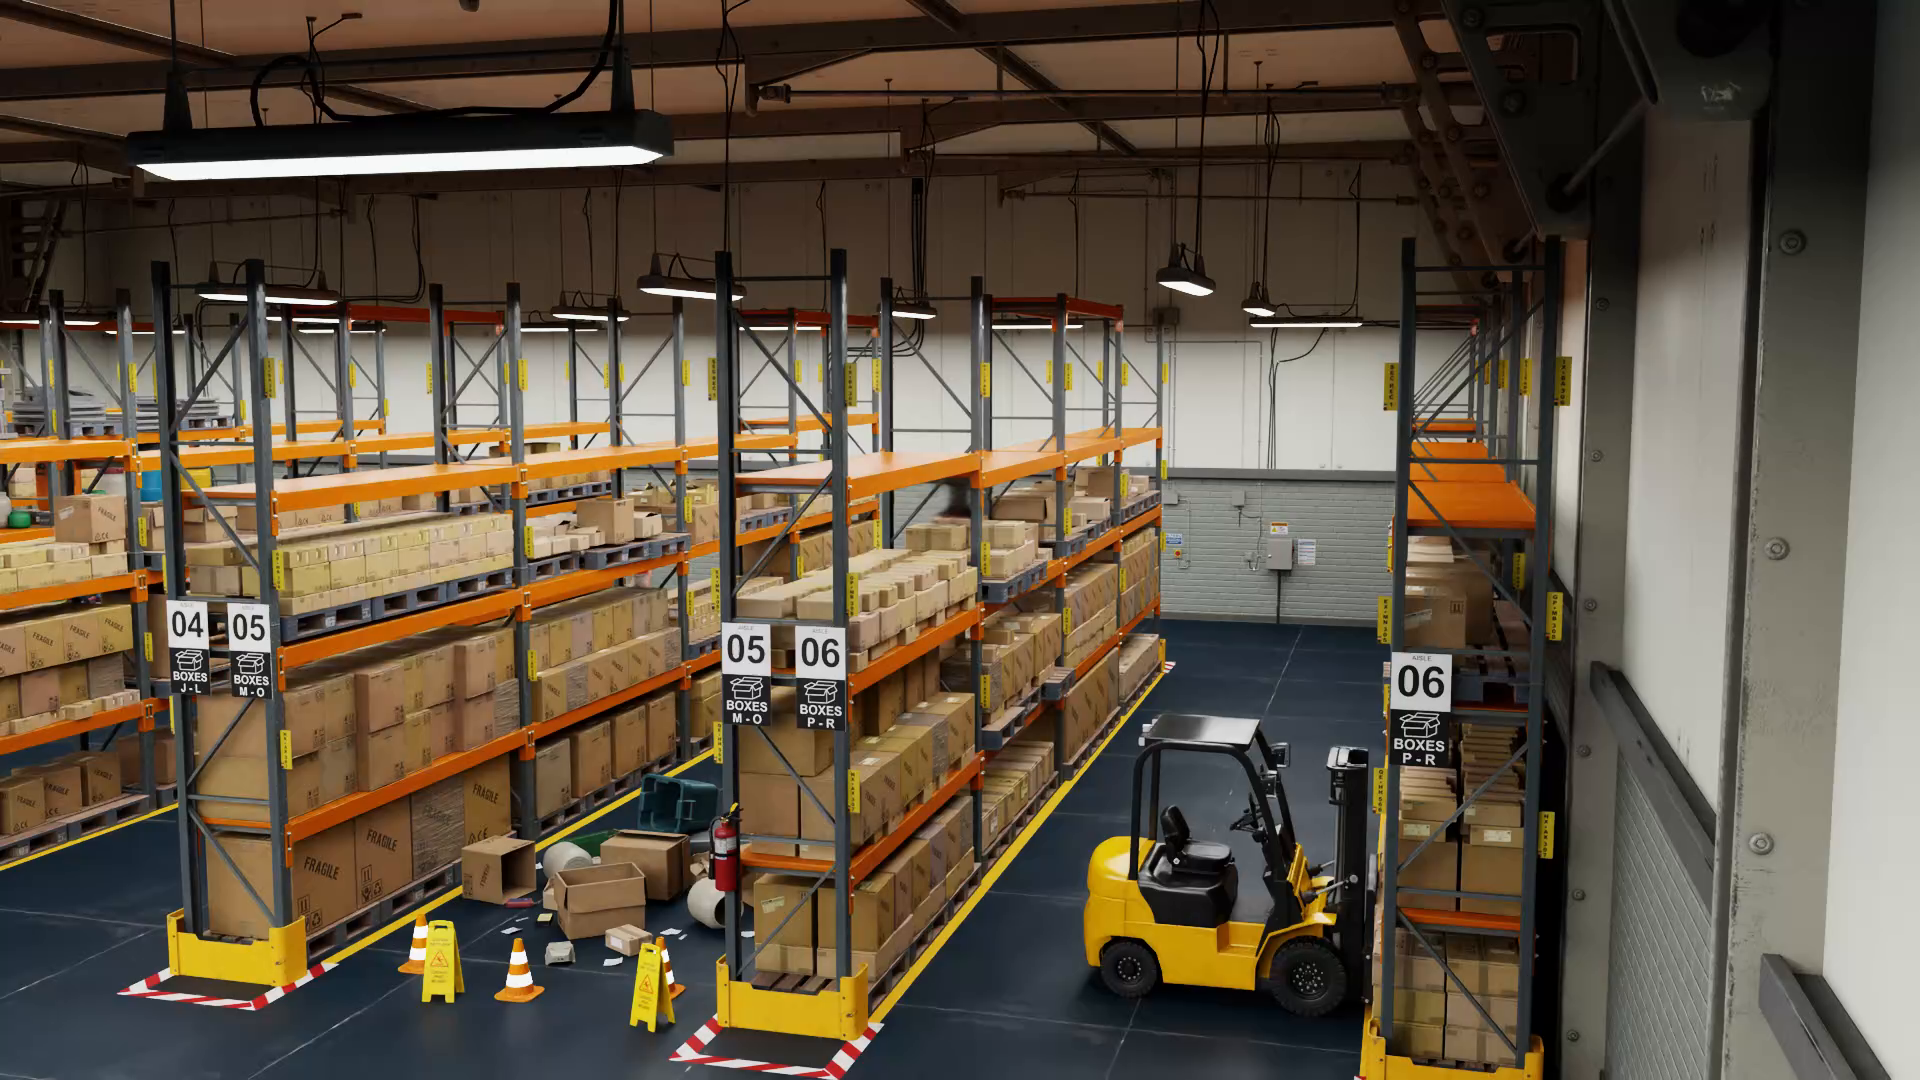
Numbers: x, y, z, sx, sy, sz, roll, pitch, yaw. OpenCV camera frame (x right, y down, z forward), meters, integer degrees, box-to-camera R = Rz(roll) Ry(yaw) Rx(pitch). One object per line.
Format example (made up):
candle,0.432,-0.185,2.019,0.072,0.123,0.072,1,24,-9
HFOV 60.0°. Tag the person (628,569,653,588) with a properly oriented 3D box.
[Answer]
person,-6.379,0.797,33.308,0.612,1.676,1.045,5,8,39
